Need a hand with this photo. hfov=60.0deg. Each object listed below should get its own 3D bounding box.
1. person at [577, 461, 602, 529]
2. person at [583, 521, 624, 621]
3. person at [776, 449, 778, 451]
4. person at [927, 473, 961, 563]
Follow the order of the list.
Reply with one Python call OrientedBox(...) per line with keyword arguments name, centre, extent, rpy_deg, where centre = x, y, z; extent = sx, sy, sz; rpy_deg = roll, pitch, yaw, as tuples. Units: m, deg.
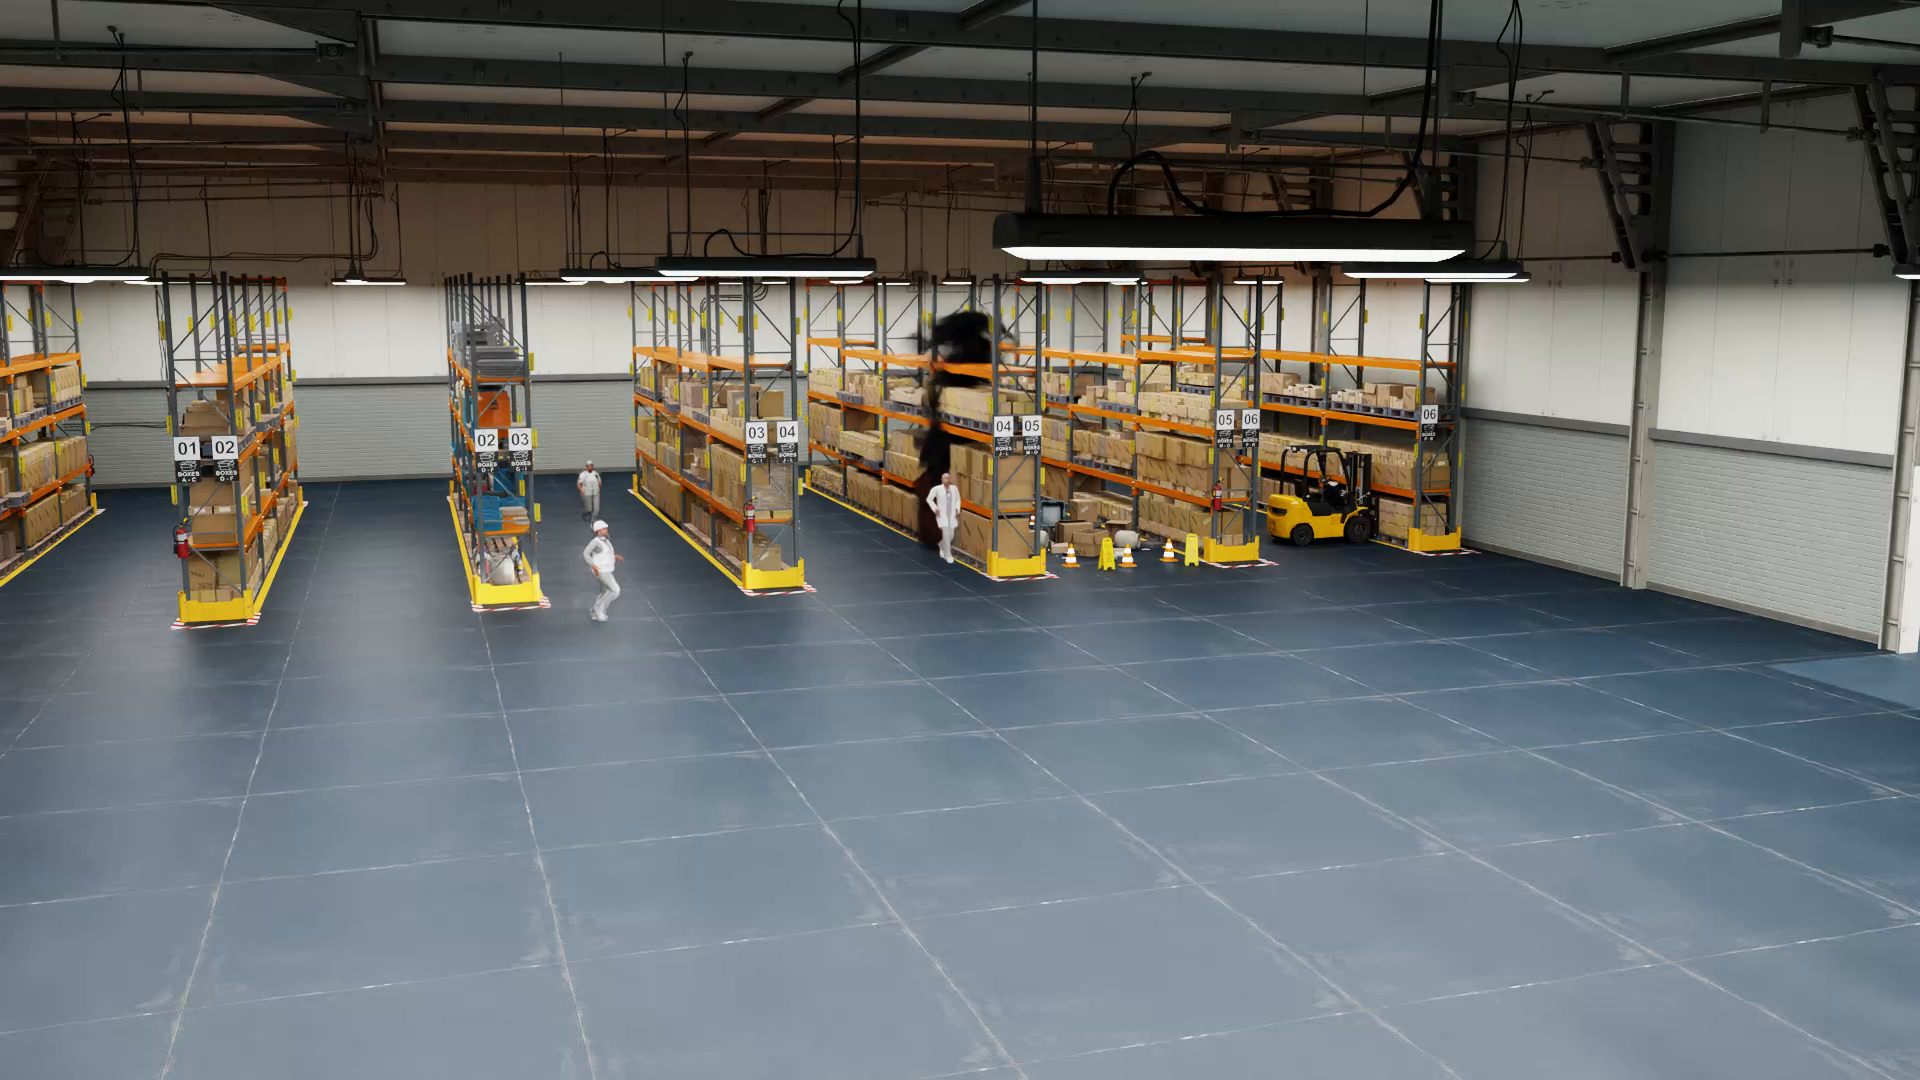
OrientedBox(name="person", centre=(-8.891, -1.099, 40.030), extent=(0.607, 1.623, 0.541), rpy_deg=(-5, 10, -30))
OrientedBox(name="person", centre=(-6.122, 0.531, 28.717), extent=(0.646, 1.733, 0.641), rpy_deg=(1, 9, 7))
OrientedBox(name="person", centre=(-4.944, -1.974, 46.036), extent=(0.547, 1.562, 0.551), rpy_deg=(-4, 9, -24))
OrientedBox(name="person", centre=(-0.309, -0.468, 33.544), extent=(0.717, 1.788, 0.736), rpy_deg=(-4, 9, -25))
